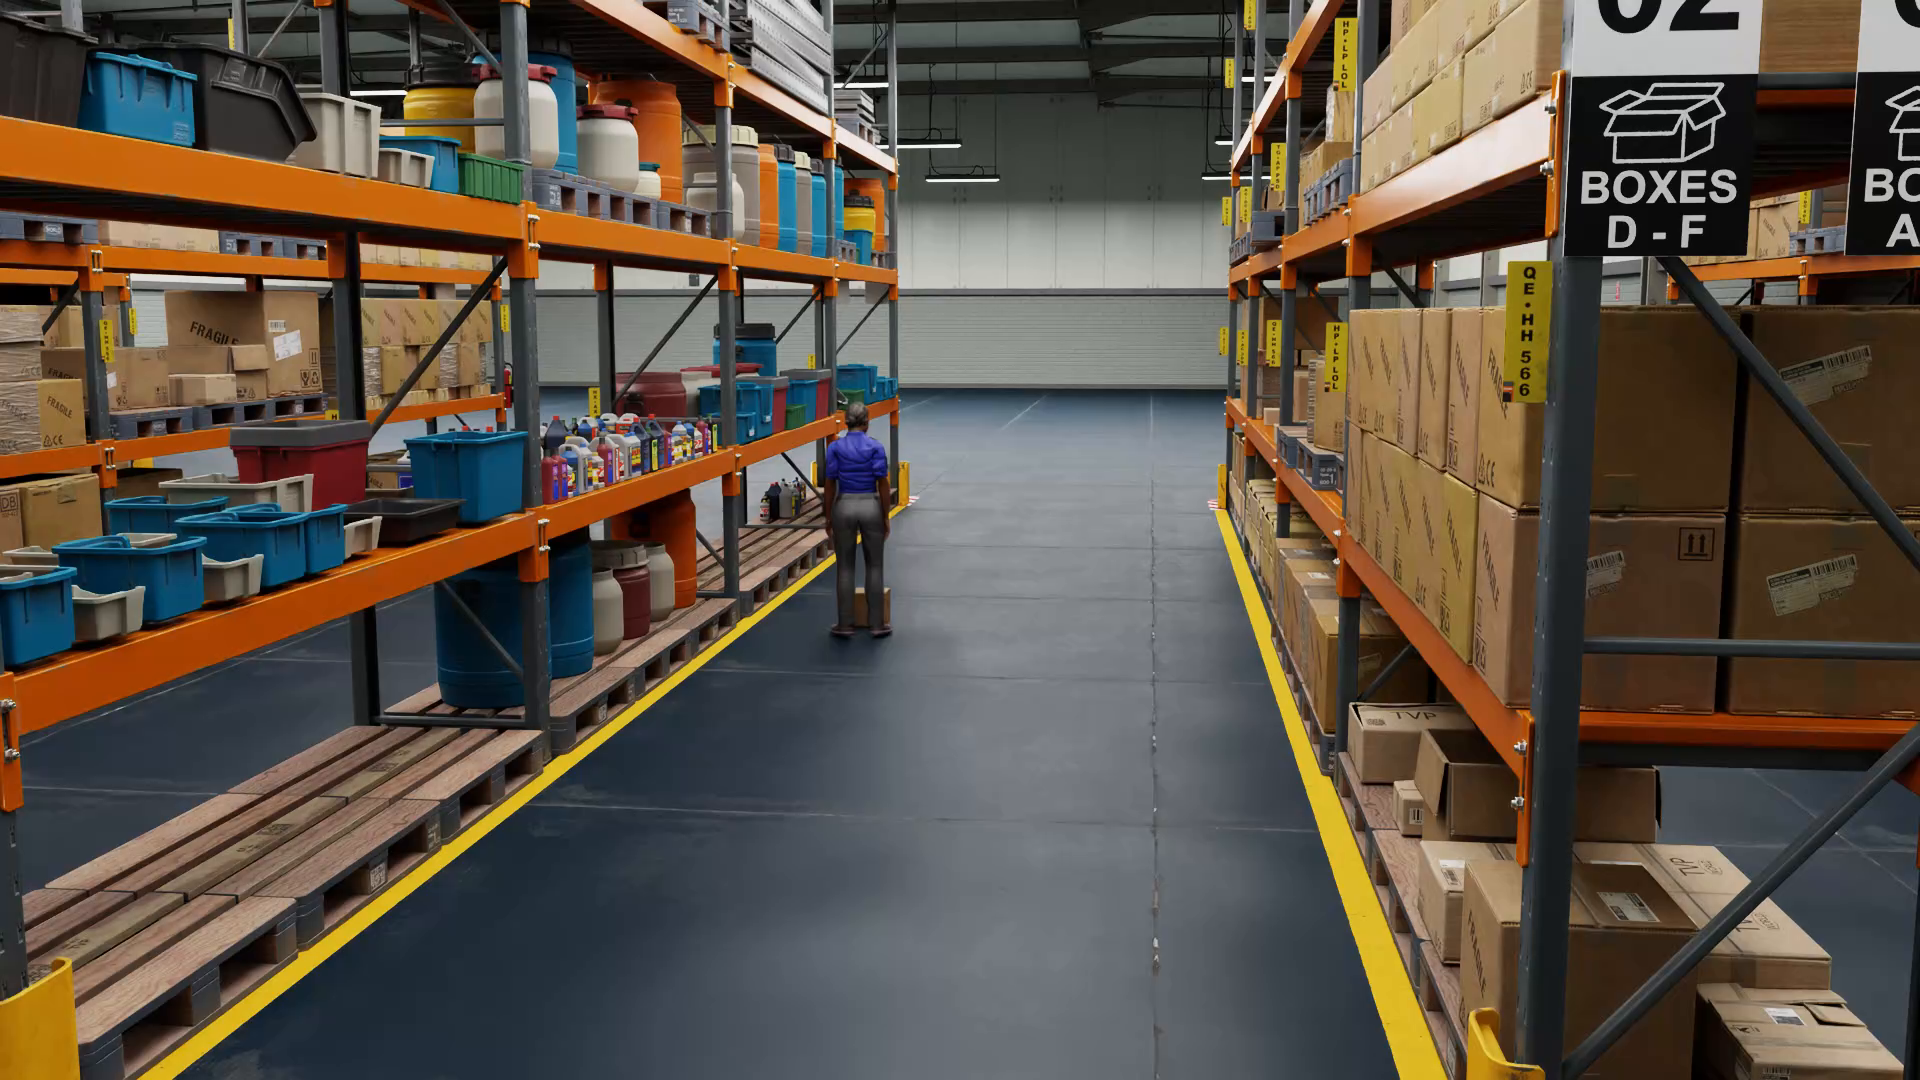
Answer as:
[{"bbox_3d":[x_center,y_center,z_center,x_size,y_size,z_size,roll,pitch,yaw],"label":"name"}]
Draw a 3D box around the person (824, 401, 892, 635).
[{"bbox_3d":[-0.726,-0.150,11.788,0.470,1.665,0.322,0,8,-1],"label":"person"}]
